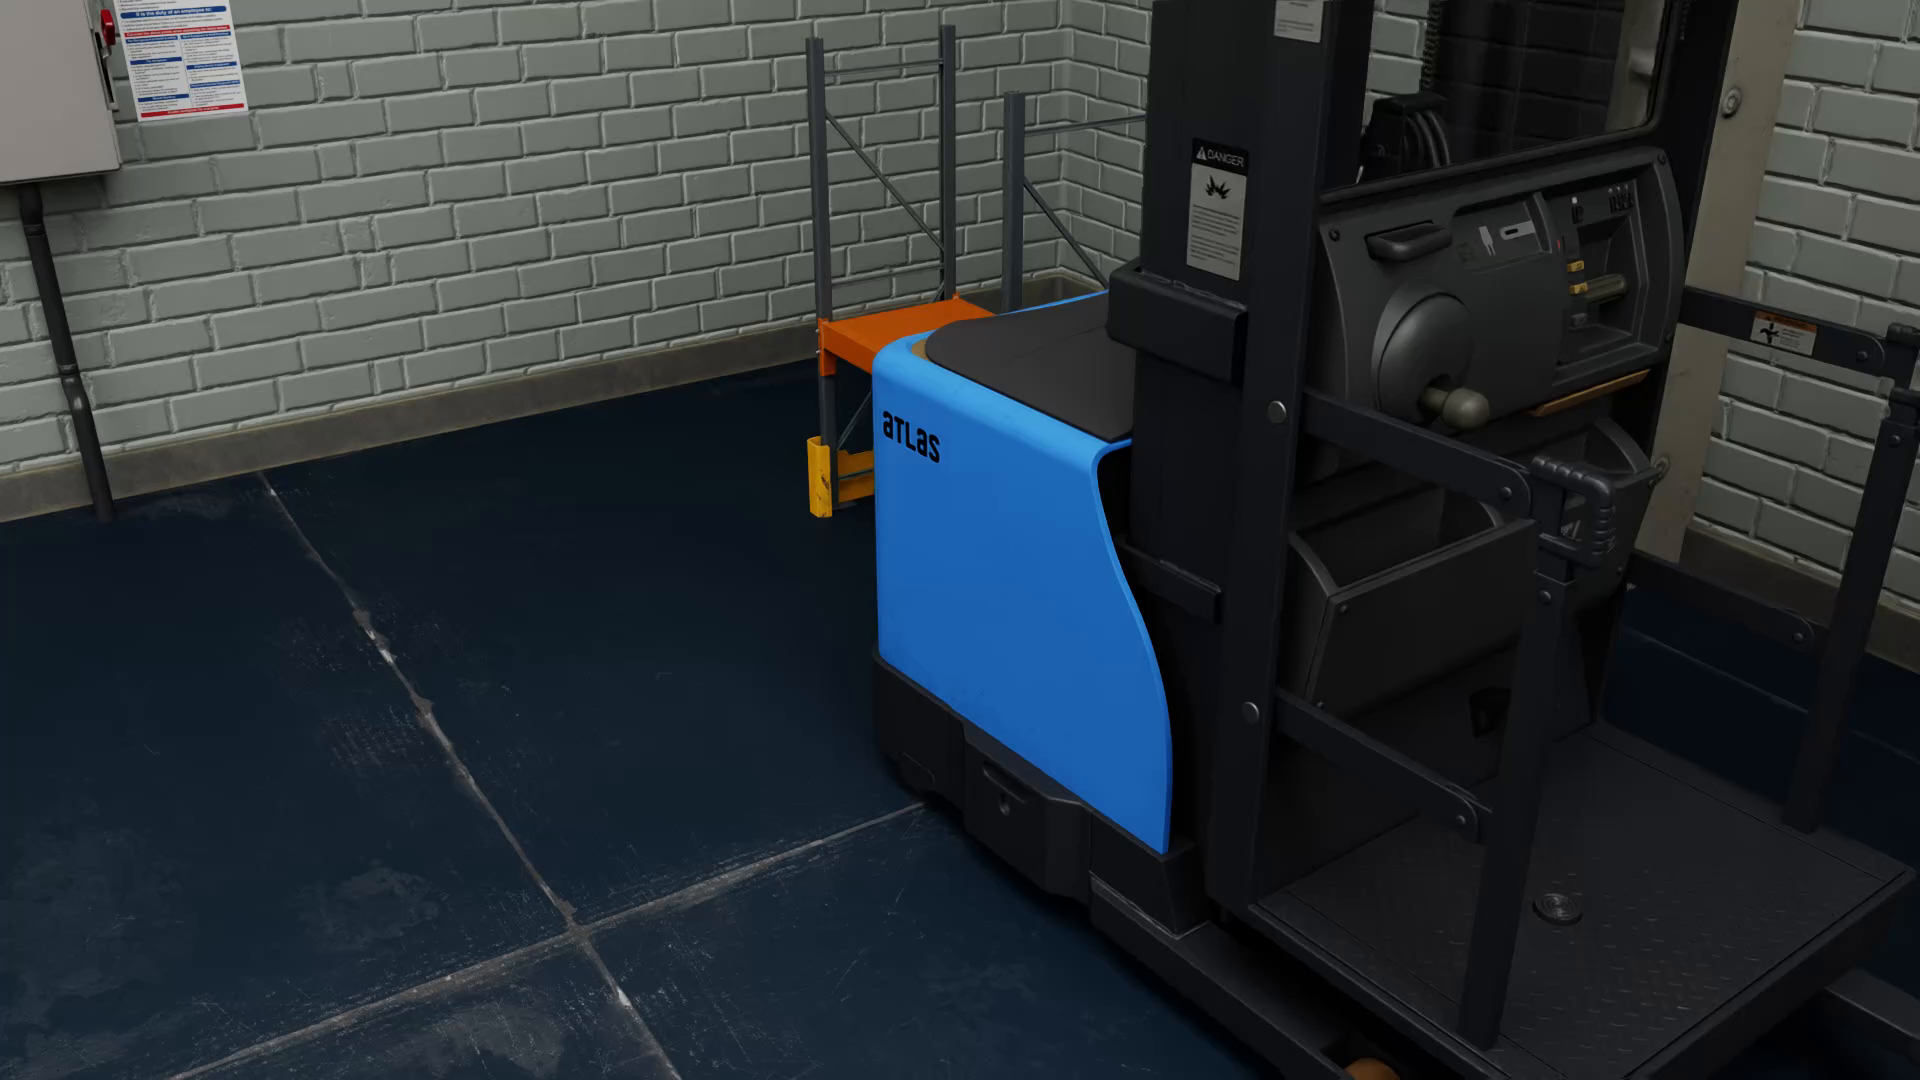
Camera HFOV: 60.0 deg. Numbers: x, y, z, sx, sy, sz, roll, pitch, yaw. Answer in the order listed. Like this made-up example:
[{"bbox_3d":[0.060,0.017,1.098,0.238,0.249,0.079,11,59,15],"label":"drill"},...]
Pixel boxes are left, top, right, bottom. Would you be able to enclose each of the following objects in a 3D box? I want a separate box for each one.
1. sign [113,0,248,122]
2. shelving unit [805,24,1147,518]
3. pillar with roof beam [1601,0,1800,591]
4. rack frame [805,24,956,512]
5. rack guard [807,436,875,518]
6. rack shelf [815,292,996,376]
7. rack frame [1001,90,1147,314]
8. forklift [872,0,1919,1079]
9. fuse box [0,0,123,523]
[{"bbox_3d":[-2.429,-1.567,5.168,0.329,0.494,0.001,-16,29,-30],"label":"sign"},{"bbox_3d":[0.042,-0.651,4.872,0.587,1.500,1.083,-16,29,-30],"label":"shelving unit"},{"bbox_3d":[-1.638,-3.015,1.095,9.100,9.000,0.400,-16,29,-30],"label":"pillar with roof beam"},{"bbox_3d":[-0.231,-0.830,5.250,0.500,1.500,0.032,-16,29,-30],"label":"rack frame"},{"bbox_3d":[-0.230,-0.264,5.516,0.587,0.250,0.087,-16,29,-30],"label":"rack guard"},{"bbox_3d":[0.047,-0.485,4.942,0.538,0.185,1.000,-16,29,-30],"label":"rack shelf"},{"bbox_3d":[0.324,-0.466,4.480,0.500,1.500,0.032,-16,29,-30],"label":"rack frame"},{"bbox_3d":[1.073,-0.408,2.680,1.130,2.935,3.031,-18,31,-33],"label":"forklift"},{"bbox_3d":[-2.729,-0.839,5.022,0.539,1.711,0.414,-16,29,-30],"label":"fuse box"}]
